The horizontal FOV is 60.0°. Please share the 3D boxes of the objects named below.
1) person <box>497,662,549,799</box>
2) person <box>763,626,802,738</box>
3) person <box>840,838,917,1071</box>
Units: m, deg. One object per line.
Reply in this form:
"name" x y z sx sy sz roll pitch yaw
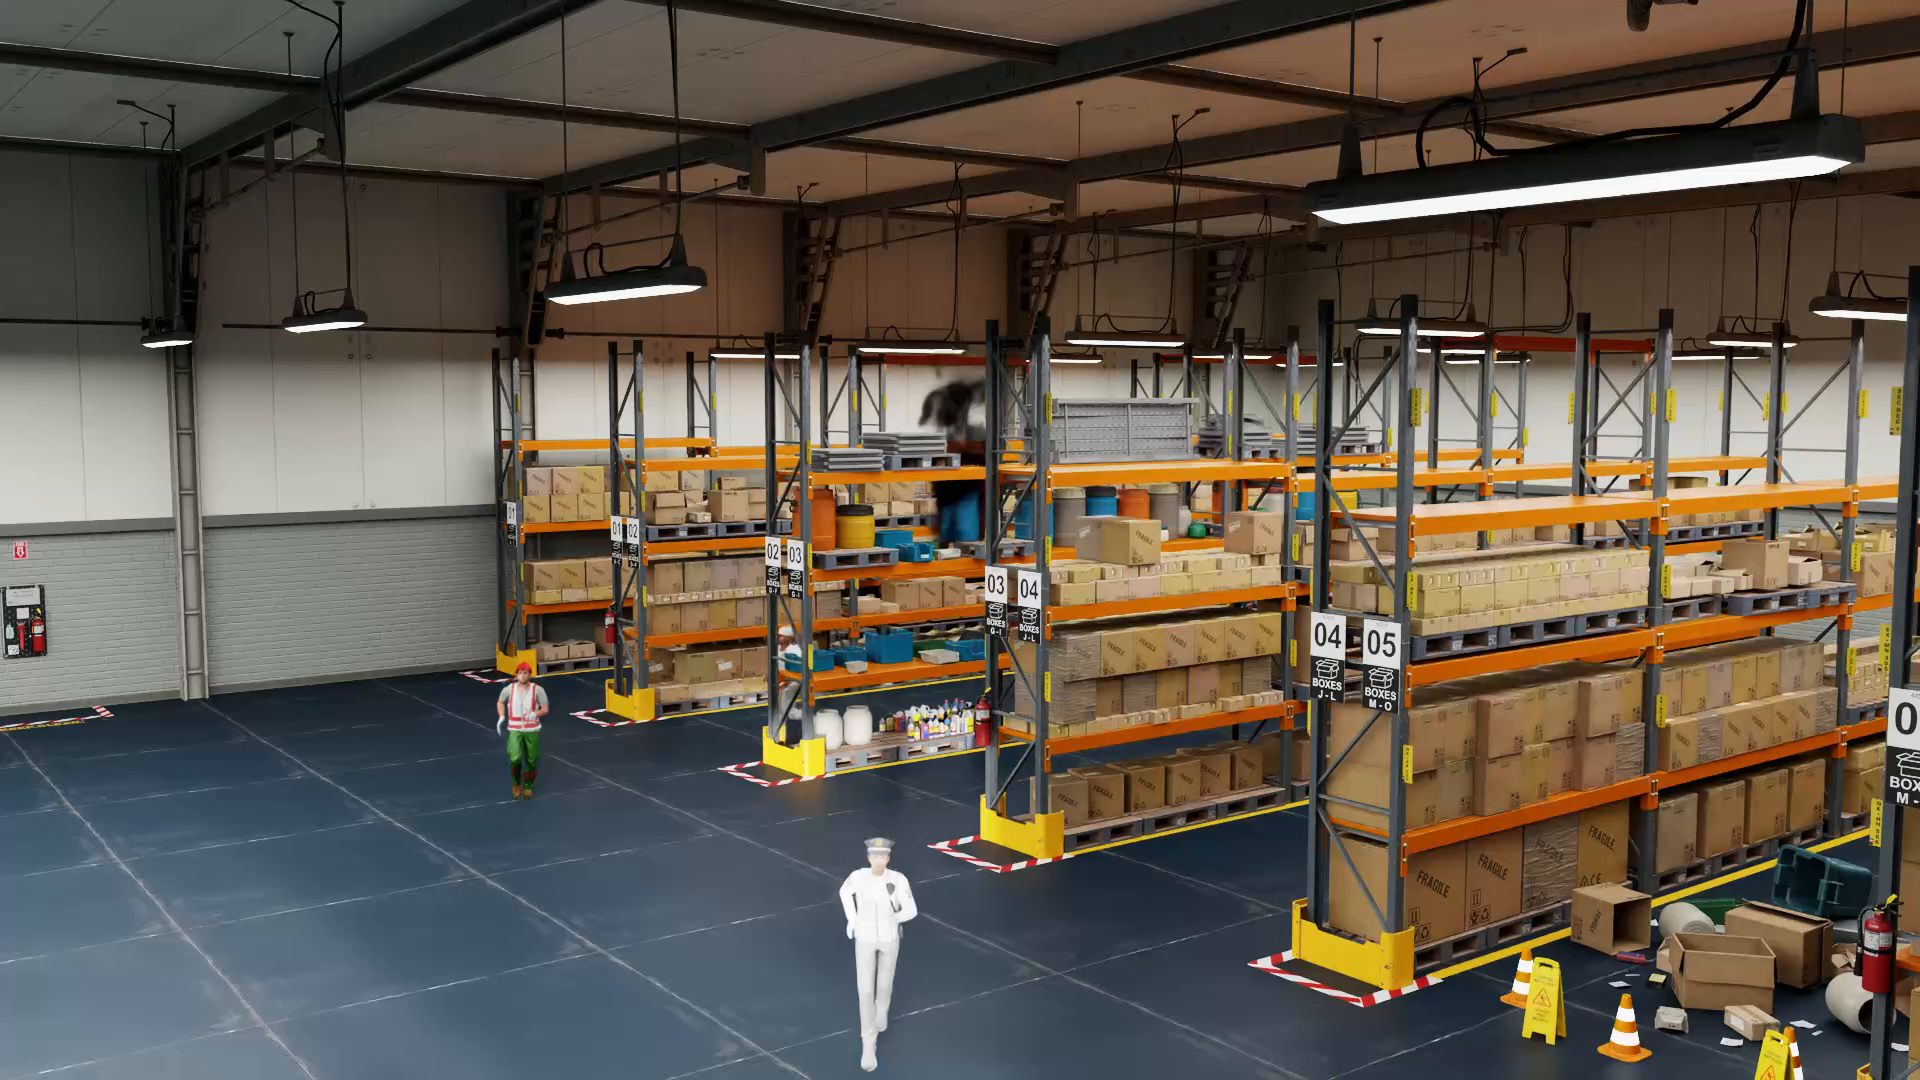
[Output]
"person" -5.535 2.421 21.065 0.646 1.748 0.654 -1 5 -13
"person" -2.556 2.141 24.715 0.711 1.742 0.733 -5 7 -42
"person" -0.640 3.169 13.068 0.605 1.736 0.844 0 5 -3
